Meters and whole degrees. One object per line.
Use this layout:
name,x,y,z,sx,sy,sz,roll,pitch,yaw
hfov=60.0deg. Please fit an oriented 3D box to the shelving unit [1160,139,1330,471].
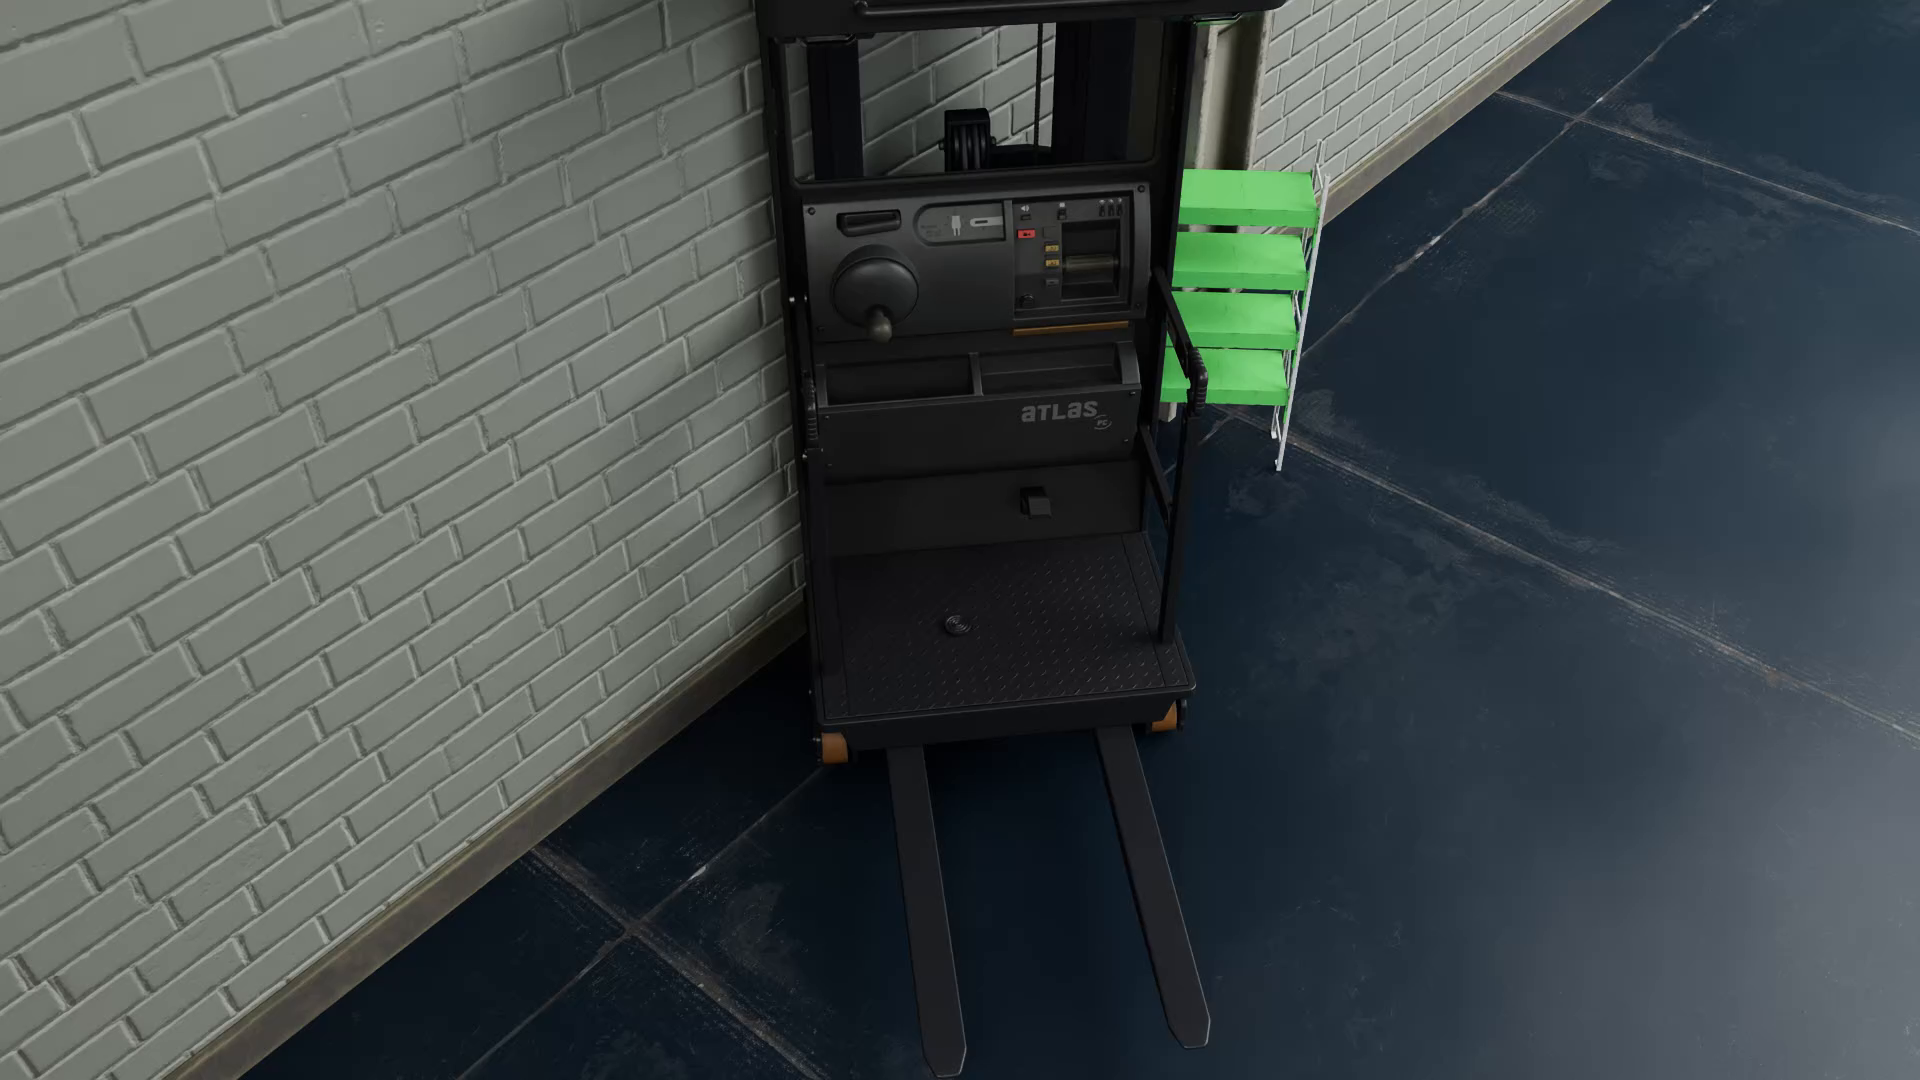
shelving unit,0.917,-0.784,5.720,0.503,1.200,0.258,2,42,2

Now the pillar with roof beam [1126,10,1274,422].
pillar with roof beam,4.083,-2.074,1.342,9.100,9.000,0.400,29,50,28

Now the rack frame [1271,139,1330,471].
rack frame,1.161,-0.775,5.711,0.015,1.200,0.240,2,42,2

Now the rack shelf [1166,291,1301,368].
rack shelf,0.917,-0.736,5.763,0.480,0.148,0.258,2,42,2

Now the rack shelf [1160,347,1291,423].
rack shelf,0.917,-0.559,5.924,0.480,0.148,0.258,2,42,2

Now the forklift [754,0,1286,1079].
forklift,0.080,-0.665,4.303,1.130,2.935,3.031,-5,43,-5

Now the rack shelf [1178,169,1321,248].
rack shelf,0.917,-1.091,5.440,0.480,0.148,0.258,2,42,2

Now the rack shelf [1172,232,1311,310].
rack shelf,0.917,-0.914,5.601,0.480,0.148,0.258,2,42,2
